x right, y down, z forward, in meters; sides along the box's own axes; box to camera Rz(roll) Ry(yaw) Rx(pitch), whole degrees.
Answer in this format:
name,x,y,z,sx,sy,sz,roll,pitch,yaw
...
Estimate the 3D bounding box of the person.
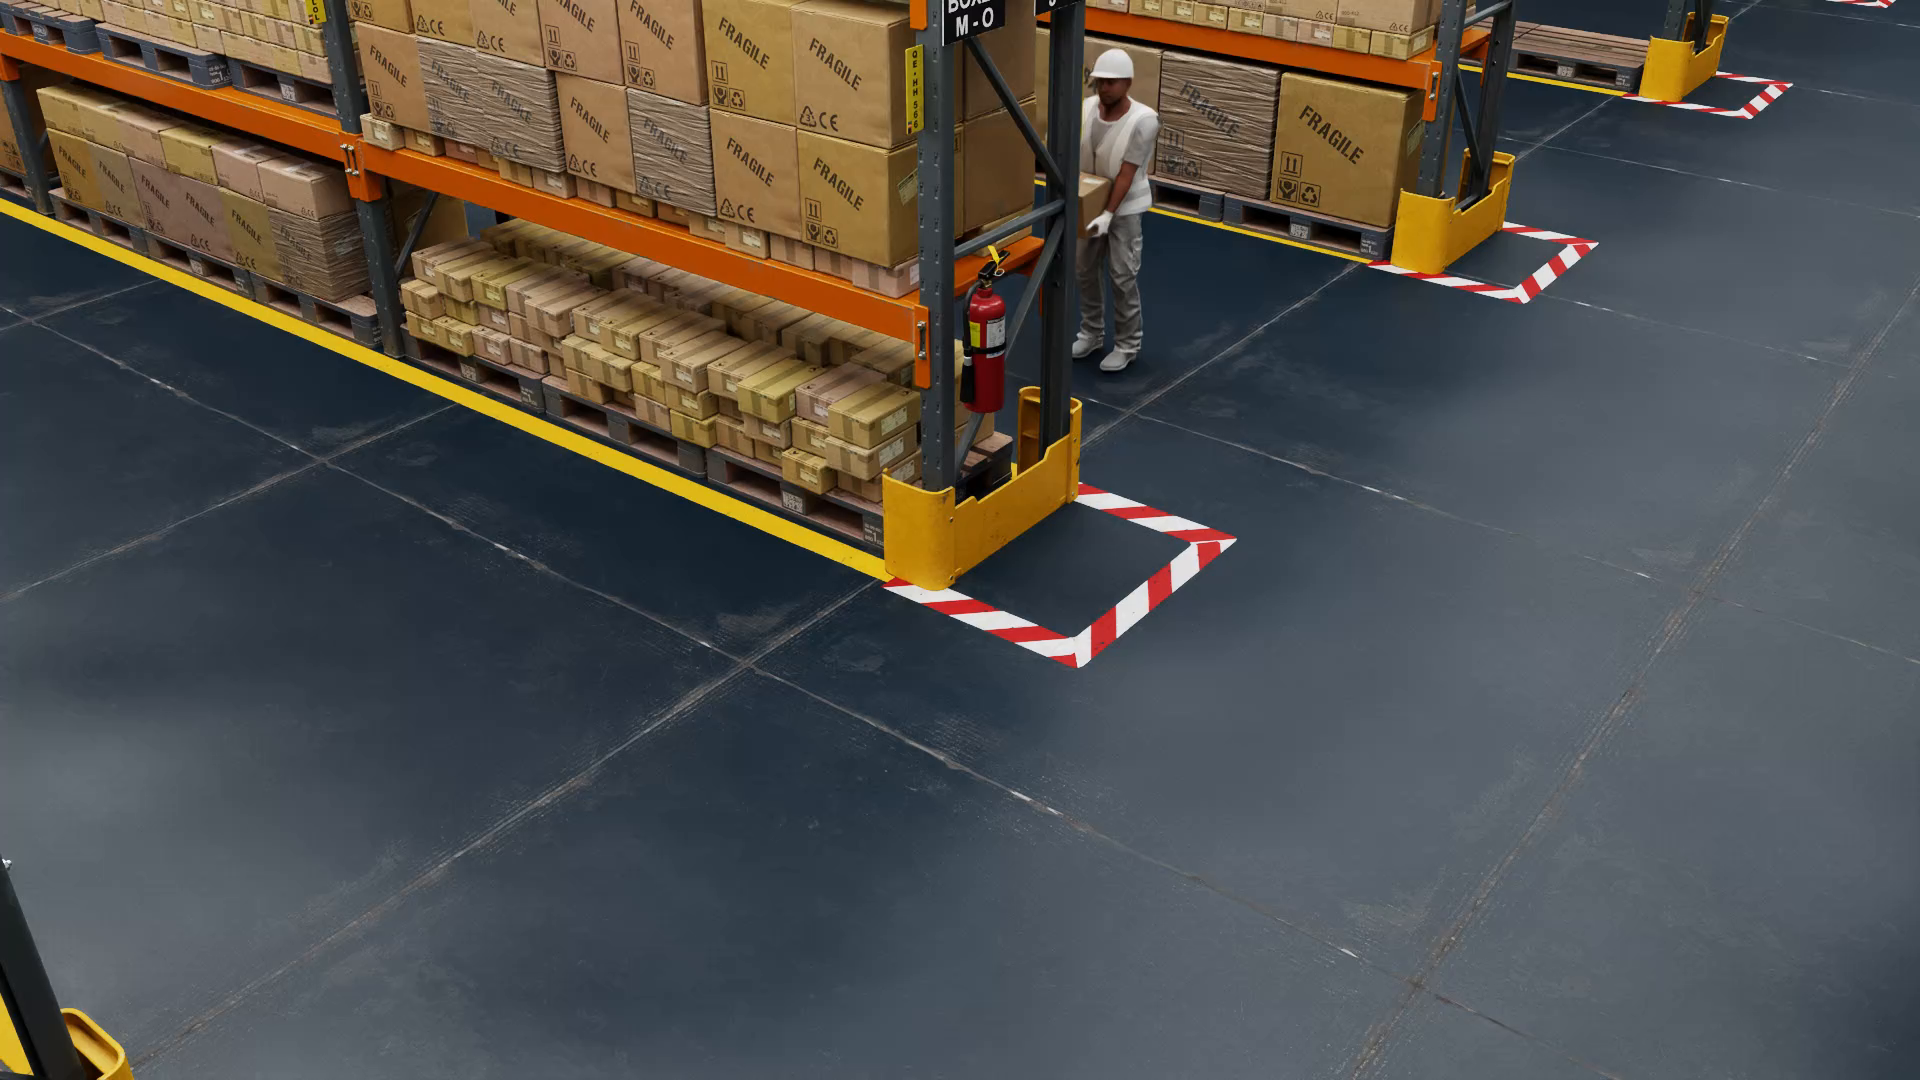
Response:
name,x,y,z,sx,sy,sz,roll,pitch,yaw
person,0.780,-1.787,9.135,0.491,1.778,0.591,24,38,35
